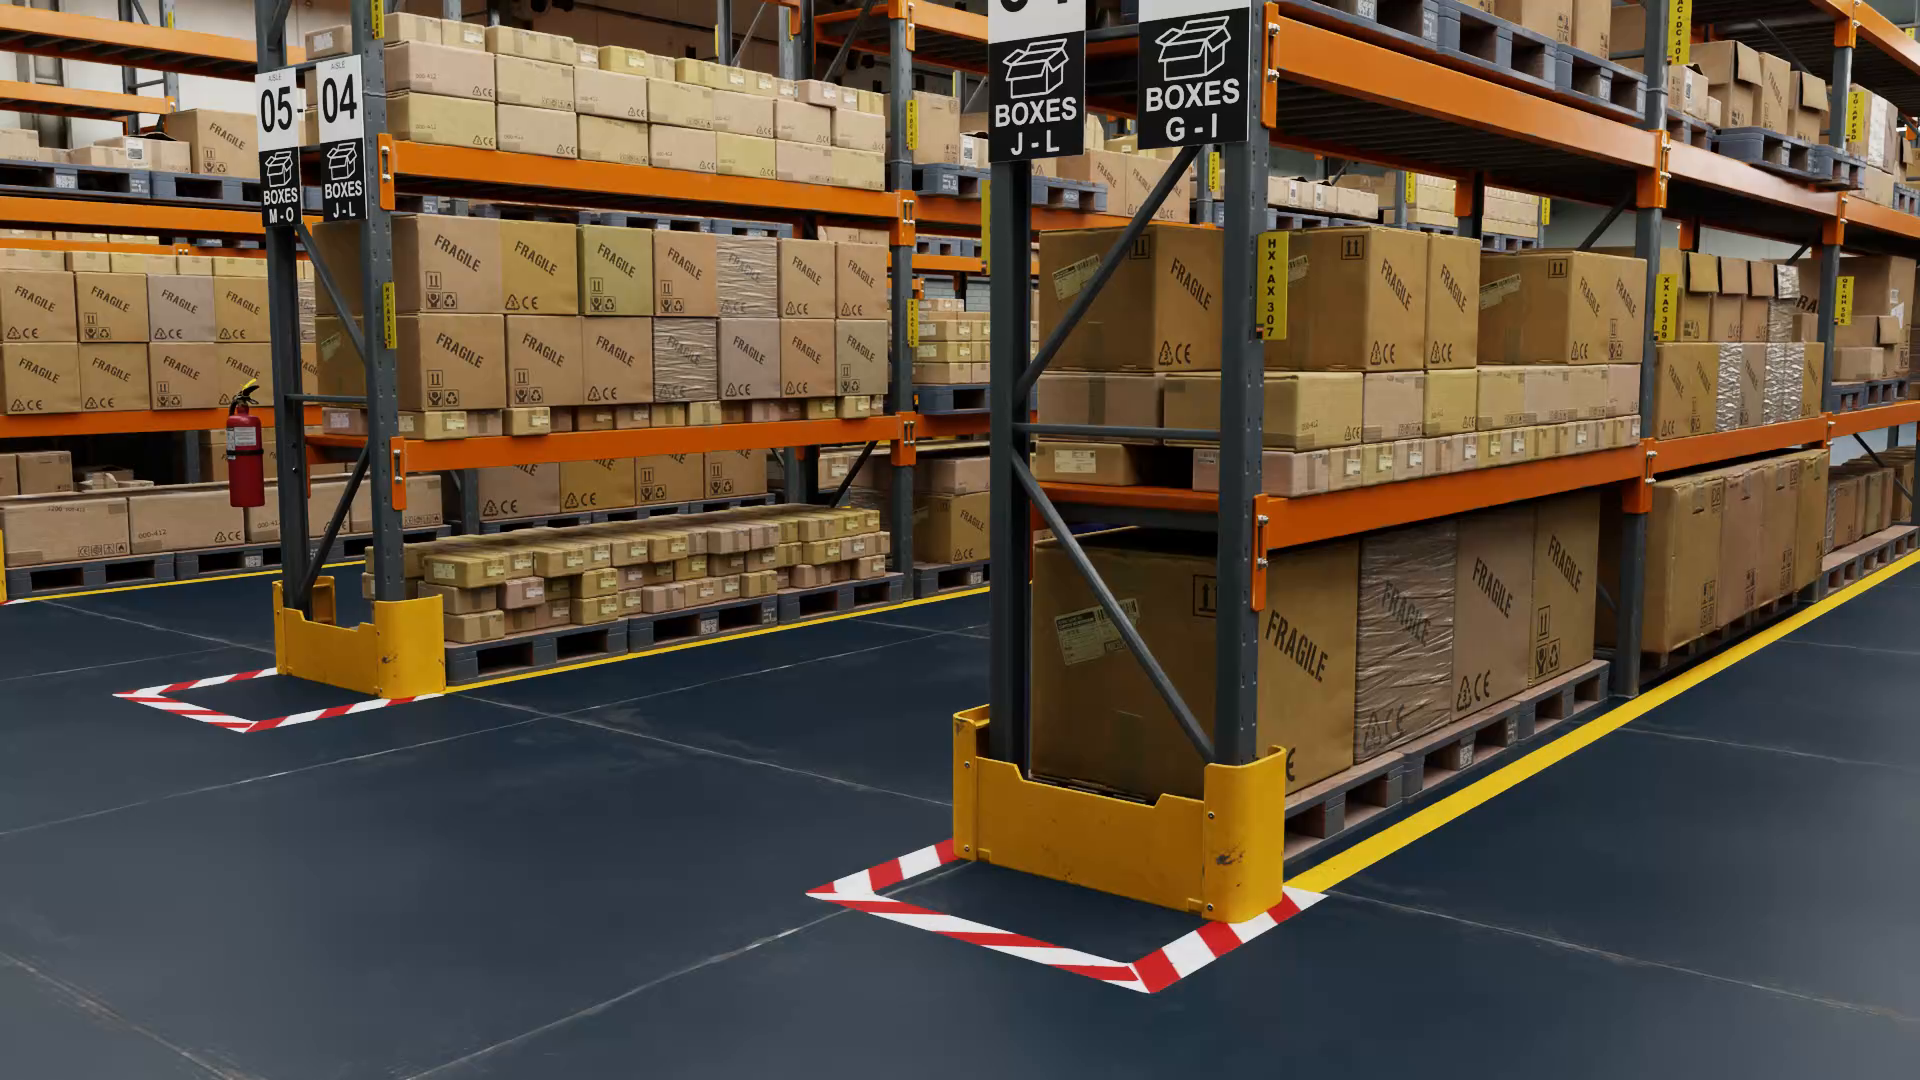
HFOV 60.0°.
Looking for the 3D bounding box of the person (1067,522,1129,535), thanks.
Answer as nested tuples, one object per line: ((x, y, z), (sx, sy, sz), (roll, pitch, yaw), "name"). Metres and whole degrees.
((0.731, -0.043, 8.677), (0.475, 1.648, 0.344), (6, 9, 39), "person")
